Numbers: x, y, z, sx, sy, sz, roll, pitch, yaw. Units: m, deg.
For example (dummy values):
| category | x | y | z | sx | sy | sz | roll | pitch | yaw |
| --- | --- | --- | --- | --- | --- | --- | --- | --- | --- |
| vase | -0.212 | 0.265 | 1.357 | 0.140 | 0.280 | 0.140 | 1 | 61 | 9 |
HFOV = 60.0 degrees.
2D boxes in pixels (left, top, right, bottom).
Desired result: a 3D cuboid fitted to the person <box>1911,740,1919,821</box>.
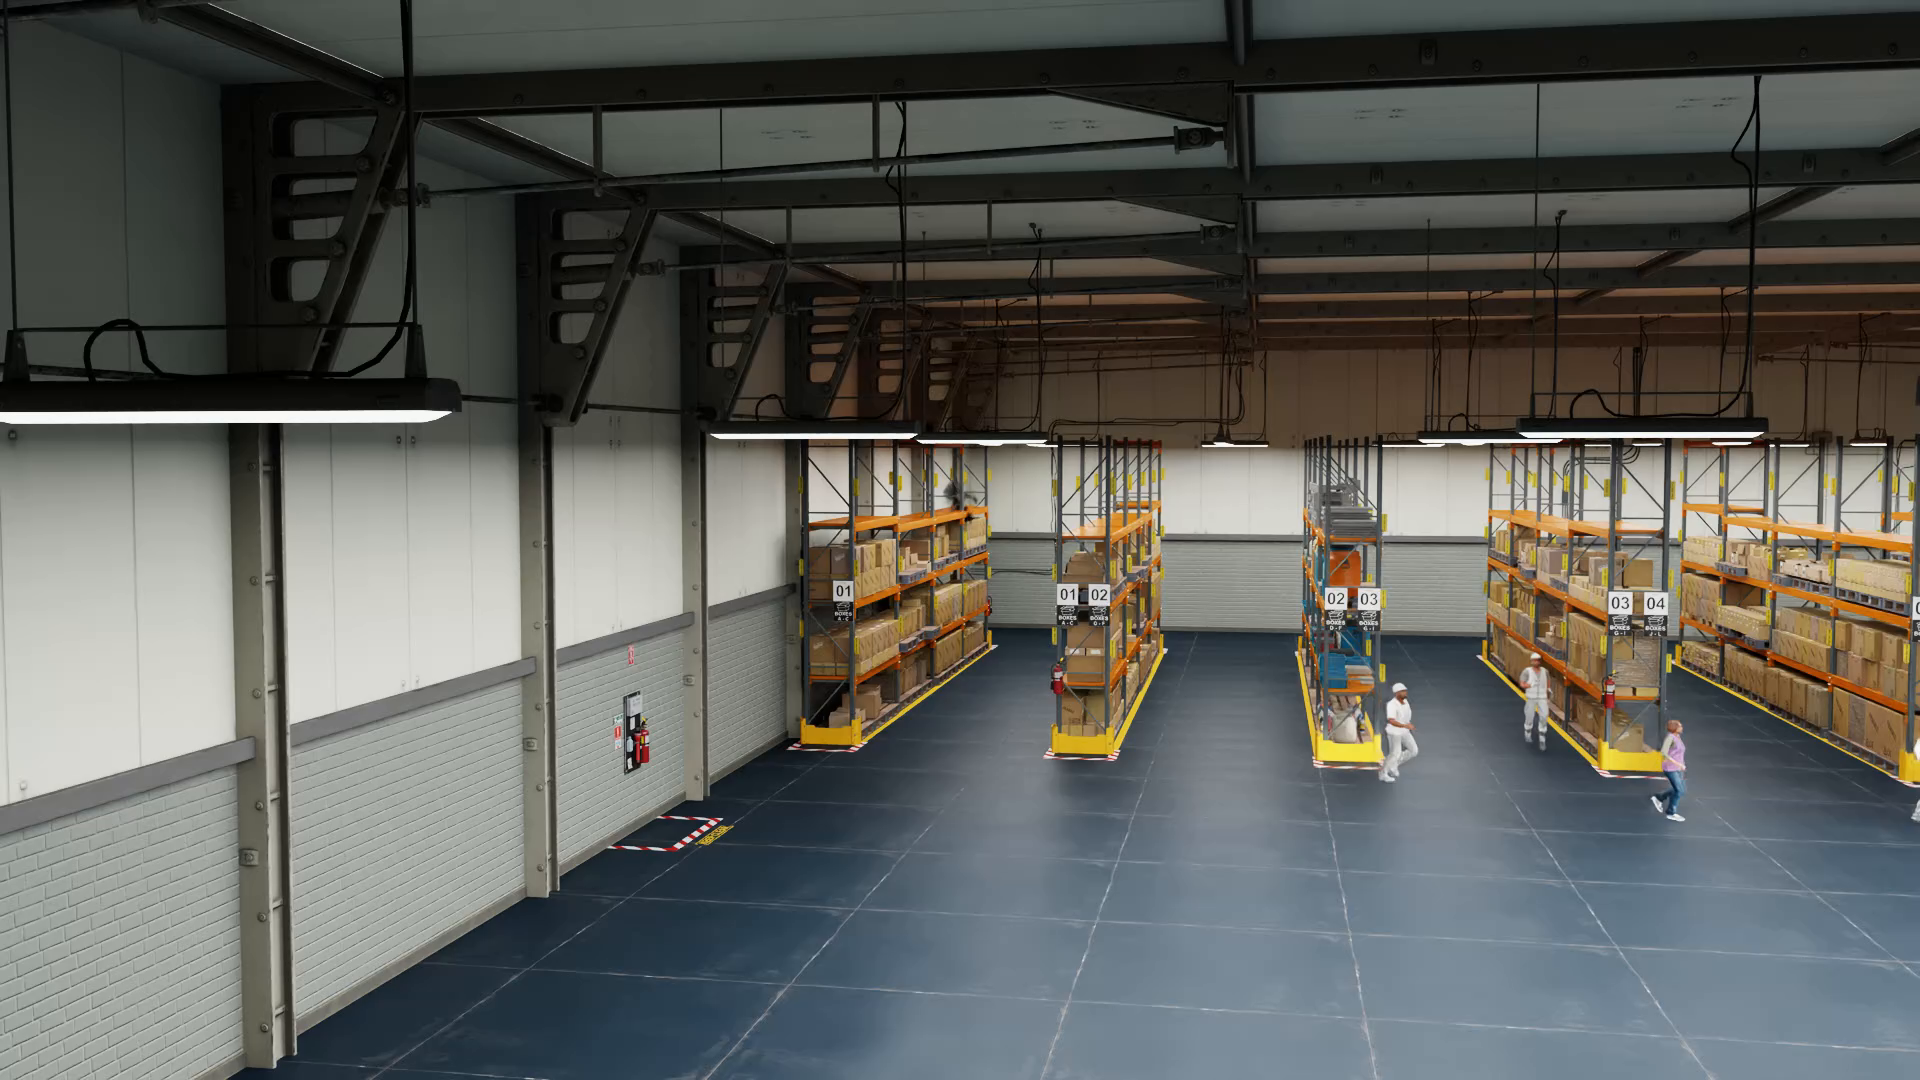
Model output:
| category | x | y | z | sx | sy | sz | roll | pitch | yaw |
| --- | --- | --- | --- | --- | --- | --- | --- | --- | --- |
| person | 14.809 | 3.522 | 25.276 | 0.595 | 1.724 | 0.612 | 3 | 4 | 43 |

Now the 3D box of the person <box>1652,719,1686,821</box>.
| category | x | y | z | sx | sy | sz | roll | pitch | yaw |
| --- | --- | --- | --- | --- | --- | --- | --- | --- | --- |
| person | 10.983 | 3.550 | 25.724 | 0.510 | 1.567 | 0.559 | 3 | 4 | 40 |

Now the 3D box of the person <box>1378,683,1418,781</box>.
| category | x | y | z | sx | sy | sz | roll | pitch | yaw |
| --- | --- | --- | --- | --- | --- | --- | --- | --- | --- |
| person | 7.576 | 3.304 | 28.575 | 0.726 | 1.710 | 0.741 | -3 | 4 | -44 |

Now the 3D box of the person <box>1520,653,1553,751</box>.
| category | x | y | z | sx | sy | sz | roll | pitch | yaw |
| --- | --- | --- | --- | --- | --- | --- | --- | --- | --- |
| person | 11.083 | 3.091 | 31.990 | 0.648 | 1.845 | 0.799 | 0 | 3 | 8 |
